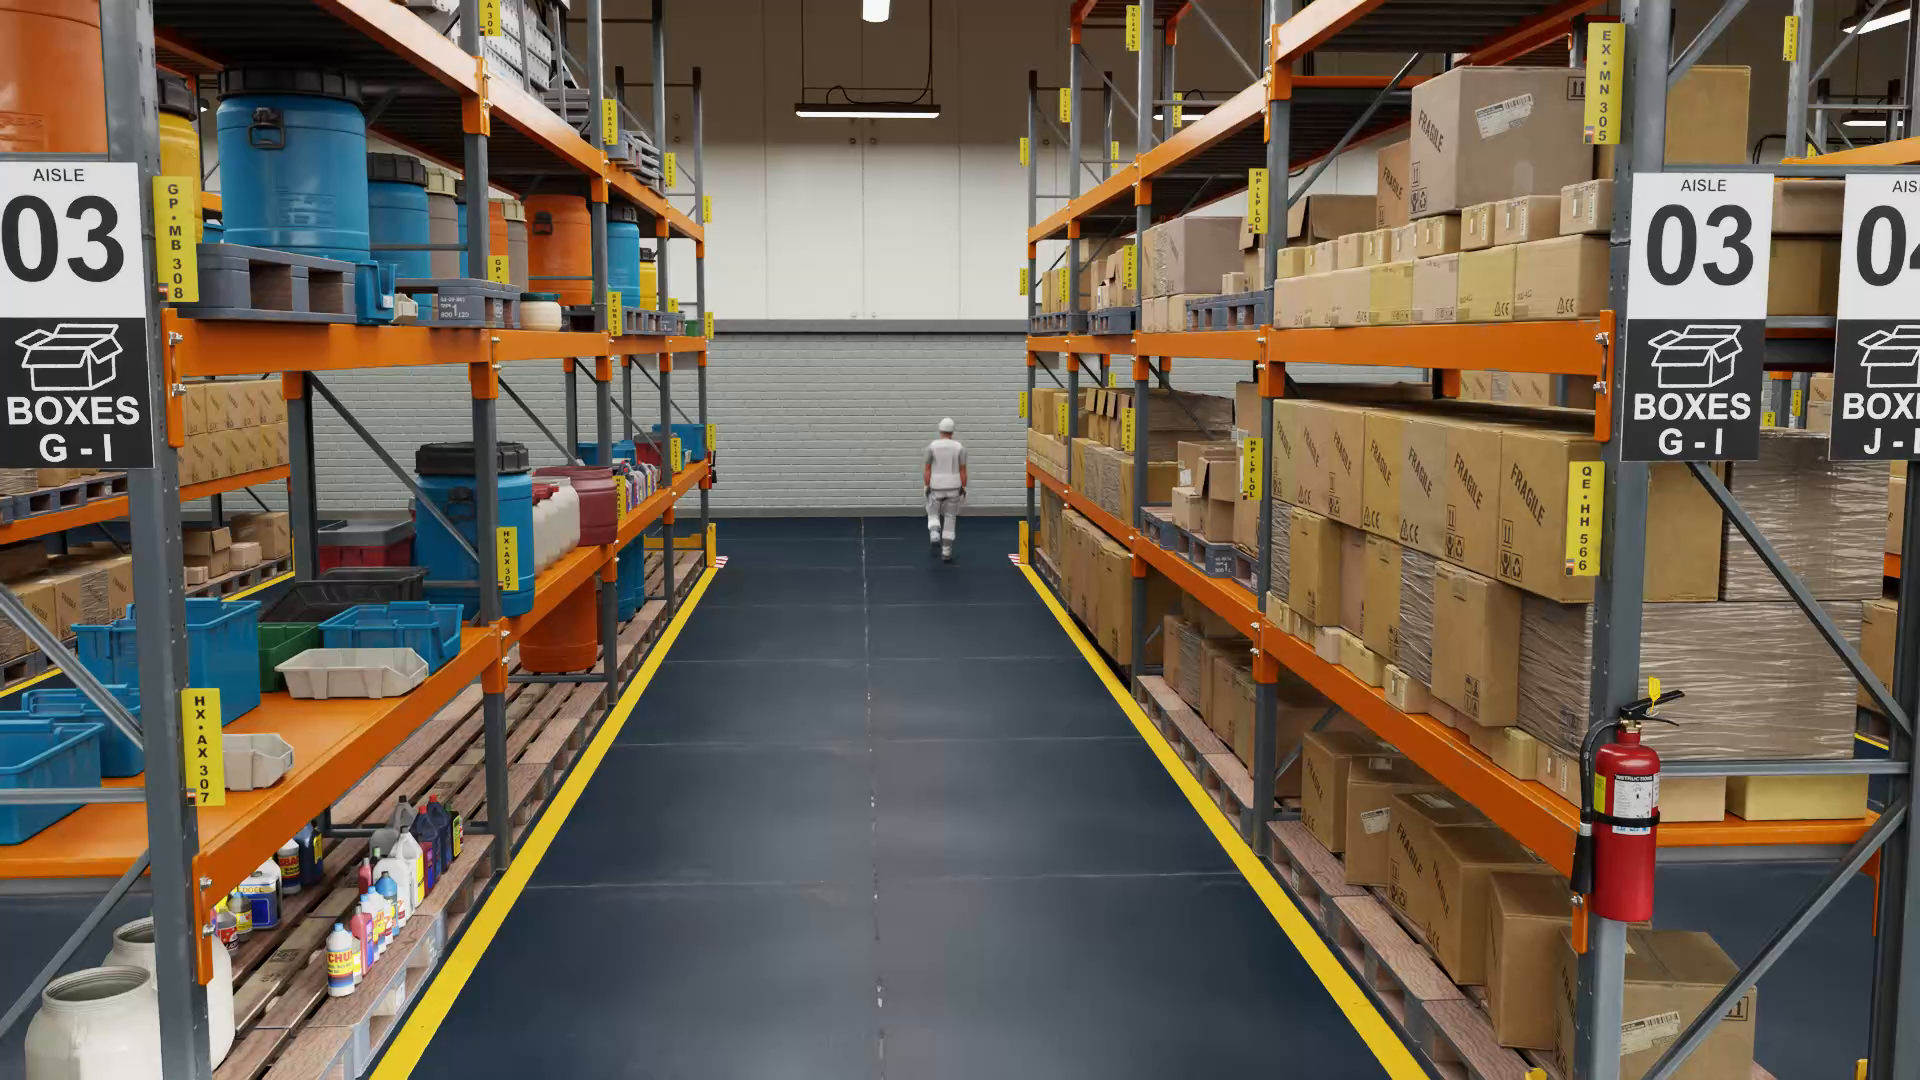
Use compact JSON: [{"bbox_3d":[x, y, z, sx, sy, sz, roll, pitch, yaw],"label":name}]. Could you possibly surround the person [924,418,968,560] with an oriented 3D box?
[{"bbox_3d":[-0.180,-0.639,20.805,0.548,1.780,0.503,0,7,0],"label":"person"}]
